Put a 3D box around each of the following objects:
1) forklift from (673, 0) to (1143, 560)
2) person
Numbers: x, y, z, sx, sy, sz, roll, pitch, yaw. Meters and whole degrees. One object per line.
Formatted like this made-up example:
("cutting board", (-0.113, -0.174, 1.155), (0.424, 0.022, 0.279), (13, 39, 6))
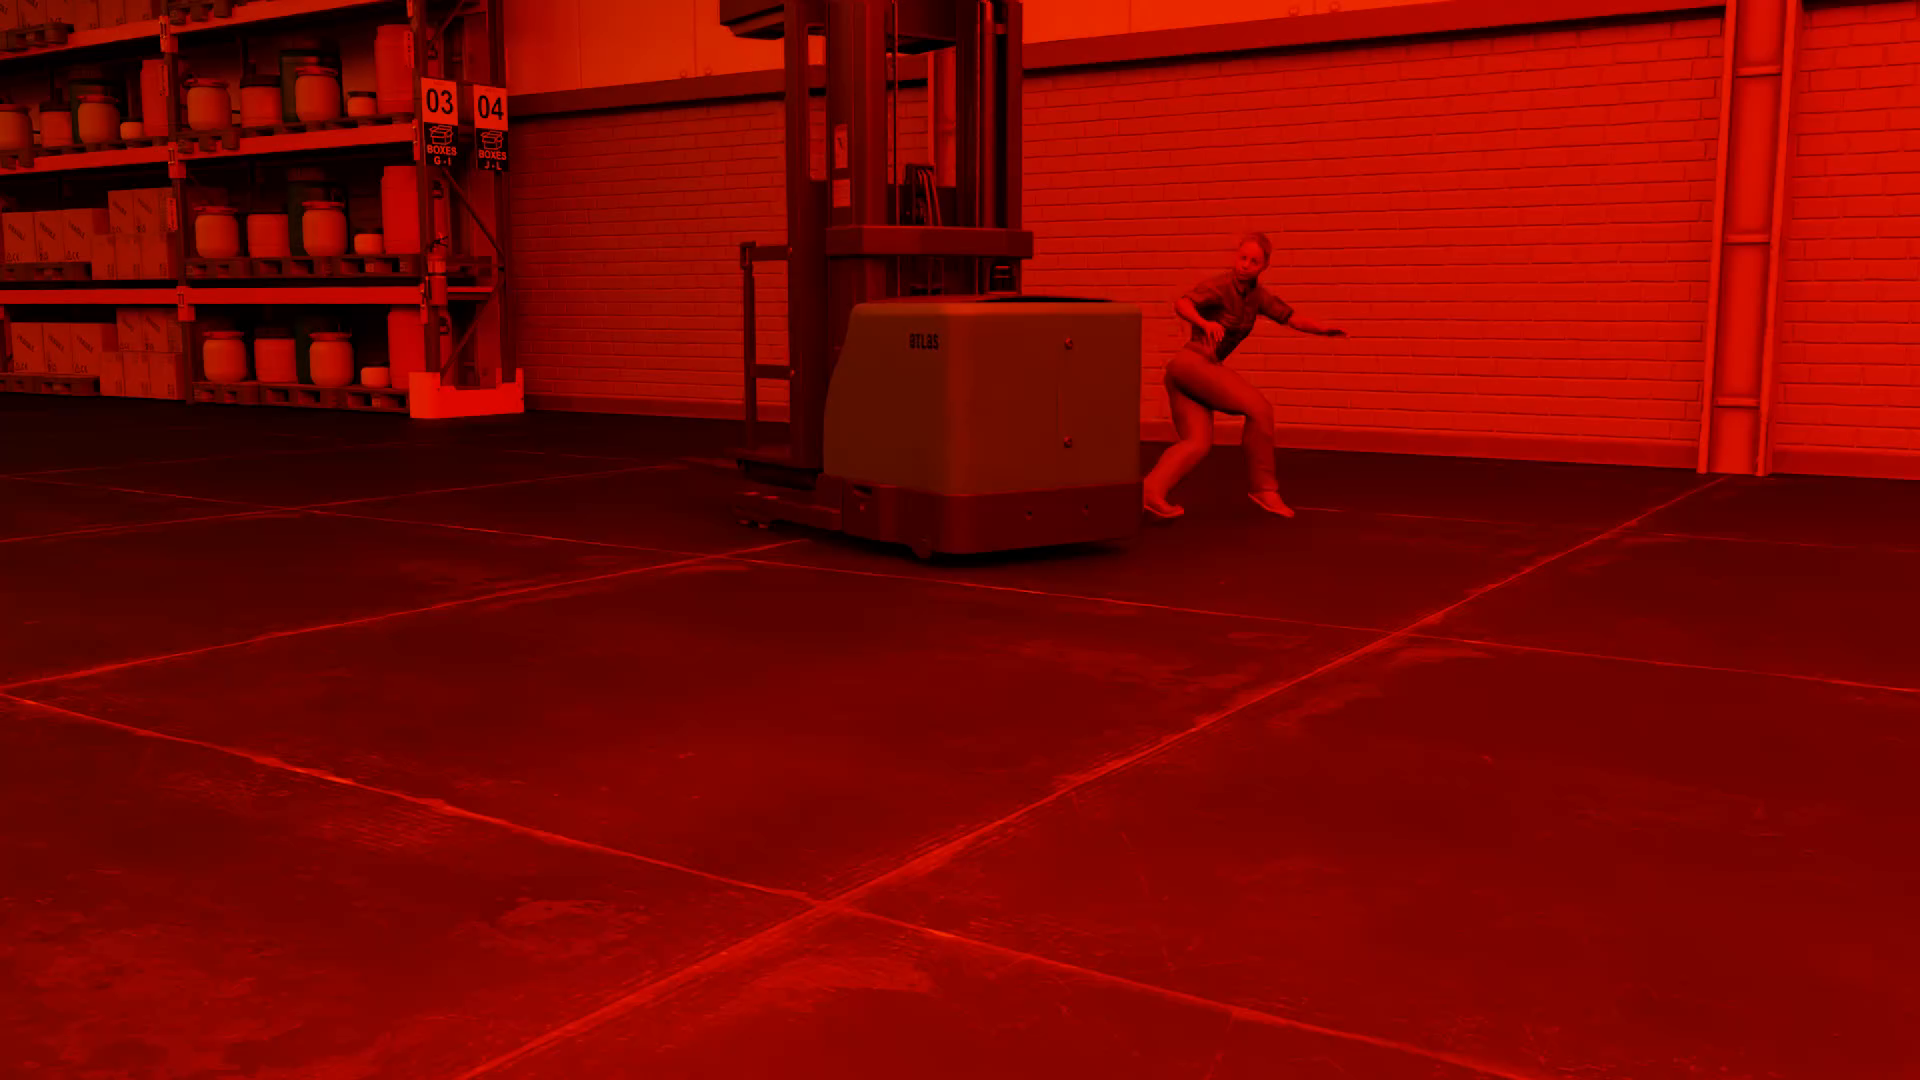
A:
("forklift", (-0.454, -1.535, 7.984), (1.130, 2.935, 3.031), (-6, 10, -34))
("person", (1.397, -0.798, 8.234), (0.987, 1.438, 0.886), (3, 9, 18))
